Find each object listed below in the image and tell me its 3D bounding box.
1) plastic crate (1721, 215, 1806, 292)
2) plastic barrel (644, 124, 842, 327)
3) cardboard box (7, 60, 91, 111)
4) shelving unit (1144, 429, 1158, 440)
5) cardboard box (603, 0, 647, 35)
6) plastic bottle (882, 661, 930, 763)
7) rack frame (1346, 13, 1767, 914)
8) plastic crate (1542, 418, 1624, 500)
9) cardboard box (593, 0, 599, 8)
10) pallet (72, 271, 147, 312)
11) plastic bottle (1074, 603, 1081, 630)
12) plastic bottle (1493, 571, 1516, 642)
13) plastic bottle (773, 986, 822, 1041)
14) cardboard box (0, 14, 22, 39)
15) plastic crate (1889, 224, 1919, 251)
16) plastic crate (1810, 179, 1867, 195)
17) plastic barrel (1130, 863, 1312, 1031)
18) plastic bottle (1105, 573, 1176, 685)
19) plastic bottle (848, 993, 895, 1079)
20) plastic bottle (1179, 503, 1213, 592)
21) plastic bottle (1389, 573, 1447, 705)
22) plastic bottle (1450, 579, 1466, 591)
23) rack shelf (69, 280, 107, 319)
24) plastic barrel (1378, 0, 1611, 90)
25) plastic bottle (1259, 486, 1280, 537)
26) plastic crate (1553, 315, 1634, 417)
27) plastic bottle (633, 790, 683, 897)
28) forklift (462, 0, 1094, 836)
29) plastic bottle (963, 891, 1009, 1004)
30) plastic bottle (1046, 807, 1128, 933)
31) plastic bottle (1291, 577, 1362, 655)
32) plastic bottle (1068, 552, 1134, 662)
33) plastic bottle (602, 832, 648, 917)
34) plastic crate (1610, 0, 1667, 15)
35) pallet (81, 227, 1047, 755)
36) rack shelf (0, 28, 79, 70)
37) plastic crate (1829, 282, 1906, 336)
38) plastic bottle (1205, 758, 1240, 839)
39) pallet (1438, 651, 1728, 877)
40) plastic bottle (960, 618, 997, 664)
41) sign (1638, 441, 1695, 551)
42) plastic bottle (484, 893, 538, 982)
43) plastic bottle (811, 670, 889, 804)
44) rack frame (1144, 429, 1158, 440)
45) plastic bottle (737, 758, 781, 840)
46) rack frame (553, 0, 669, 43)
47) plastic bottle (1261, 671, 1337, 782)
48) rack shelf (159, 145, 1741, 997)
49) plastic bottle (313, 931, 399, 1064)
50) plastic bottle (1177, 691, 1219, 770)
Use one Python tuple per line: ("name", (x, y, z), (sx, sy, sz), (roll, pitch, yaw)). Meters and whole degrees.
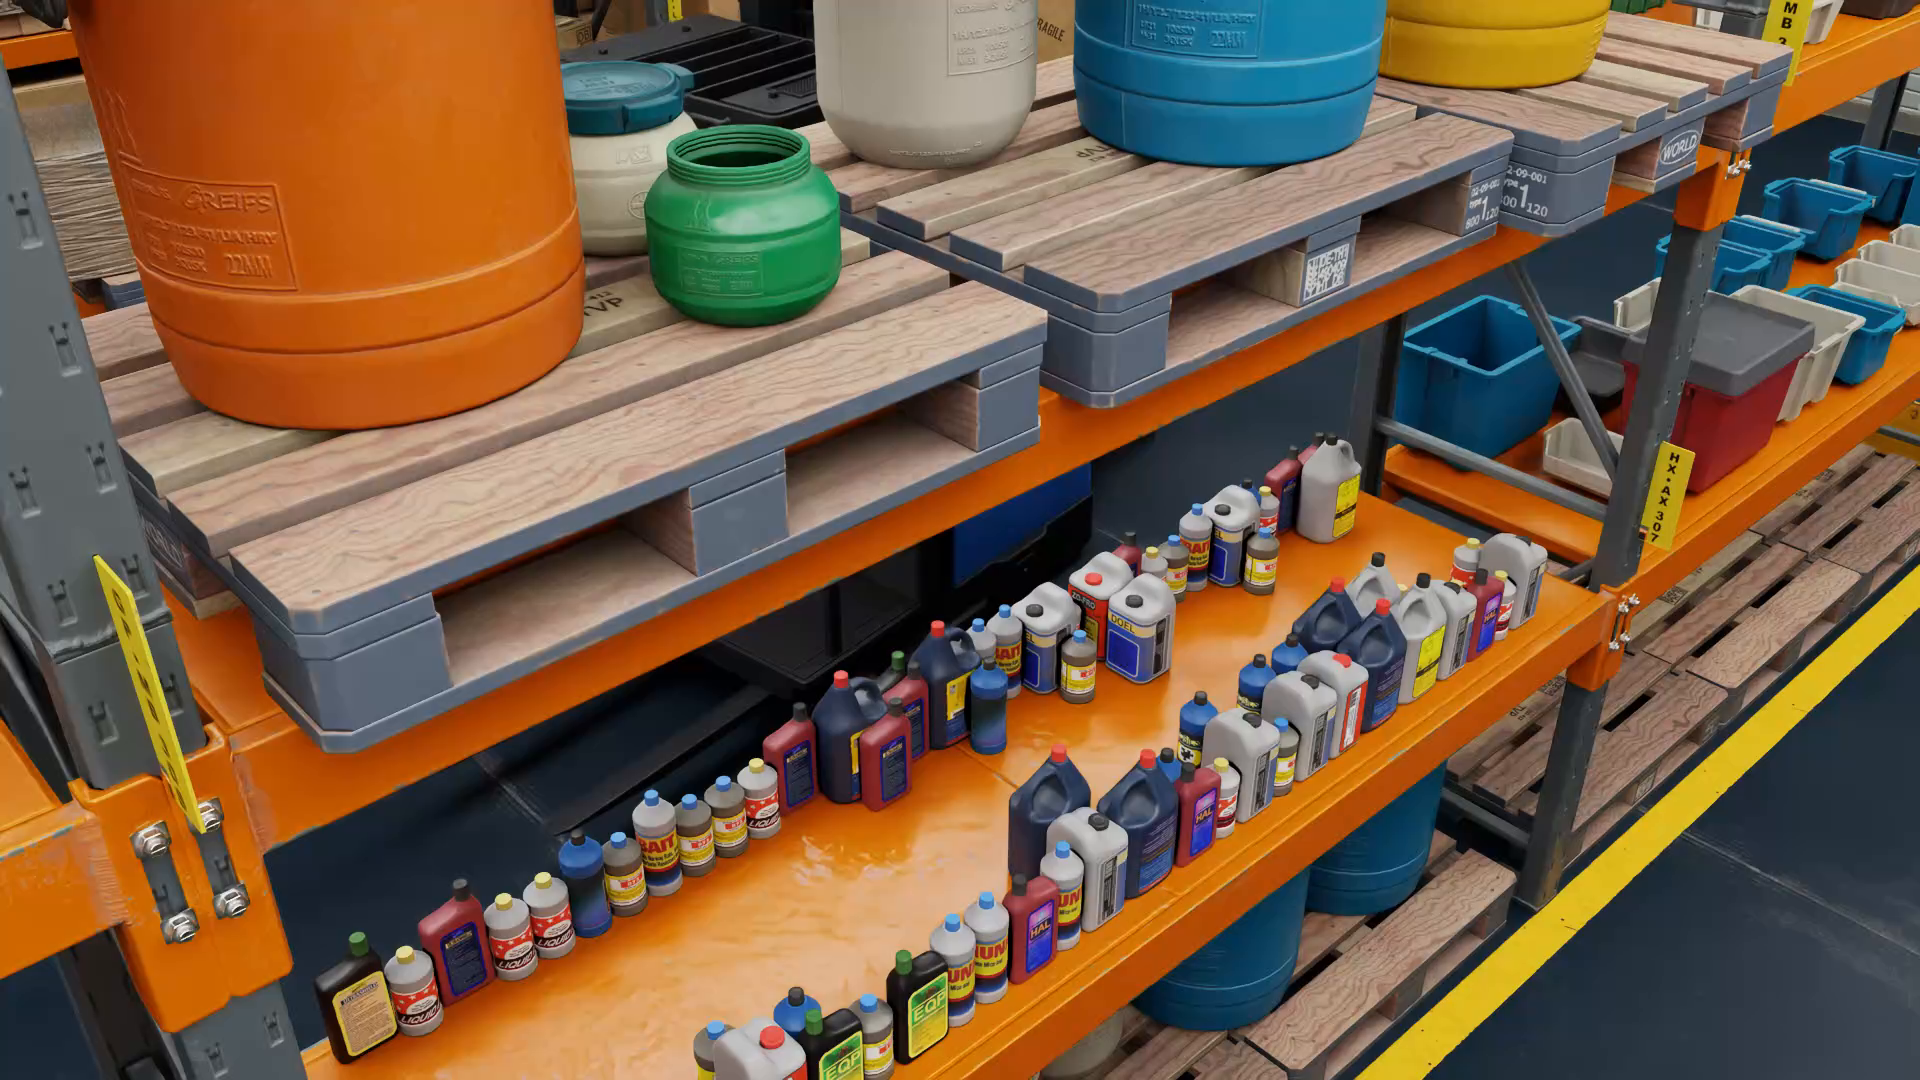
("plastic crate", (3.234, -1.163, 6.879), (0.300, 0.233, 0.416), (-26, 40, -35))
("plastic barrel", (-0.329, -0.480, 2.531), (0.294, 0.245, 0.294), (0, 31, 0))
("cardboard box", (-6.103, -2.673, 10.905), (0.750, 0.750, 0.750), (-24, 39, -34))
("shelving unit", (0.500, -0.876, 8.105), (0.538, 1.125, 1.048), (22, 38, 32))
("cardboard box", (-1.500, -2.862, 8.501), (0.500, 0.500, 0.500), (-26, 40, -35))
("plastic bottle", (-0.143, 0.449, 4.253), (0.133, 0.283, 0.061), (-26, 40, -35))
("rack frame", (1.671, -0.218, 5.232), (0.127, 3.000, 1.000), (-26, 40, -35))
("plastic crate", (2.109, -0.242, 5.465), (0.243, 0.136, 0.396), (-26, 40, -35))
("cardboard box", (-2.735, -4.324, 13.317), (0.250, 0.149, 0.380), (-25, 39, -34))
("pallet", (-3.205, -1.305, 7.193), (1.213, 0.211, 1.003), (-26, 40, -35))
("plastic bottle", (0.290, 0.244, 4.666), (0.097, 0.201, 0.097), (0, 31, 0))
("plastic bottle", (1.535, 0.182, 4.768), (0.097, 0.201, 0.097), (0, 31, 0))
("plastic bottle", (-0.324, 1.008, 3.350), (0.097, 0.271, 0.097), (0, 31, 0))
("cardboard box", (-6.082, -3.247, 10.407), (0.250, 0.149, 0.380), (-27, 41, -37))
("plastic crate", (4.129, -1.192, 7.019), (0.243, 0.136, 0.396), (-26, 40, -35))
("plastic crate", (3.908, -1.506, 7.533), (0.298, 0.136, 0.250), (-26, 40, -35))
("plastic barrel", (0.741, 0.935, 4.954), (0.708, 0.901, 0.600), (-26, 40, -35))
("plastic bottle", (0.497, 0.240, 4.602), (0.135, 0.276, 0.152), (-26, 40, -35))
("plastic bottle", (-0.184, 1.013, 3.408), (0.097, 0.201, 0.097), (0, 31, 0))
("plastic bottle", (0.700, 0.016, 4.973), (0.097, 0.271, 0.097), (0, 31, 0))
("plastic bottle", (1.219, 0.254, 4.507), (0.185, 0.351, 0.144), (-26, 40, -35))
("plastic bottle", (1.396, 0.206, 4.729), (0.097, 0.201, 0.097), (0, 31, 0))
("rack shelf", (-3.161, -1.098, 7.360), (4.000, 0.370, 1.077), (-26, 40, -35))
("plastic barrel", (1.140, -1.356, 3.634), (0.600, 0.588, 0.600), (0, 31, 0))
("plastic bottle", (0.942, -0.071, 5.182), (0.097, 0.201, 0.097), (0, 31, 0))
("plastic crate", (2.309, -0.626, 6.105), (0.590, 0.125, 0.437), (-26, 40, -35))
("plastic bottle", (-0.704, 0.695, 3.862), (0.097, 0.271, 0.097), (0, 31, 0))
("forklift", (-0.704, -0.778, 6.212), (1.130, 2.935, 3.031), (22, 38, 32))
("plastic bottle", (0.056, 0.867, 3.580), (0.097, 0.271, 0.097), (0, 31, 0))
("plastic bottle", (0.292, 0.732, 3.797), (0.135, 0.276, 0.152), (-26, 40, -35))
("plastic bottle", (0.986, 0.264, 4.489), (0.185, 0.351, 0.144), (-26, 40, -35))
("plastic bottle", (0.393, 0.182, 4.697), (0.135, 0.276, 0.152), (-26, 40, -35))
("plastic bottle", (-0.775, 0.759, 3.823), (0.097, 0.201, 0.097), (0, 31, 0))
("plastic crate", (1.776, -1.673, 4.939), (0.662, 0.188, 0.450), (-26, 40, -35))
("pallet", (-0.635, -0.232, 2.561), (1.213, 0.211, 1.003), (-26, 40, -35))
("rack shelf", (-6.532, -2.992, 10.457), (4.000, 0.370, 1.077), (-26, 40, -35))
("plastic crate", (3.515, -0.874, 6.499), (0.250, 0.136, 0.298), (-26, 40, -35))
("plastic bottle", (0.629, 0.620, 4.051), (0.097, 0.201, 0.097), (0, 31, 0))
("pallet", (2.184, 0.696, 6.410), (1.213, 0.211, 1.003), (-26, 40, -35))
("plastic bottle", (0.048, 0.331, 4.457), (0.097, 0.271, 0.097), (0, 31, 0))
("sign", (2.043, -0.125, 4.814), (0.005, 0.325, 0.100), (-26, 40, -35))
("plastic bottle", (-0.990, 0.863, 3.654), (0.097, 0.201, 0.097), (0, 31, 0))
("plastic bottle", (-0.273, 0.469, 4.155), (0.185, 0.351, 0.144), (-26, 40, -35))
("rack frame", (0.816, -1.084, 8.445), (0.500, 1.125, 0.032), (22, 38, 32))
("plastic bottle", (-0.490, 0.621, 4.049), (0.097, 0.201, 0.097), (0, 31, 0))
("rack frame", (-1.694, -2.114, 8.333), (0.127, 3.000, 1.000), (-26, 40, -35))
("plastic bottle", (0.865, 0.454, 4.251), (0.135, 0.276, 0.152), (-26, 40, -35))
("rack shelf", (0.204, -0.482, 3.477), (4.000, 0.370, 1.077), (-26, 40, -35))
("plastic bottle", (-1.256, 0.944, 3.443), (0.133, 0.283, 0.061), (-26, 40, -35))
("plastic bottle", (0.597, 0.497, 4.184), (0.097, 0.271, 0.097), (0, 31, 0))
